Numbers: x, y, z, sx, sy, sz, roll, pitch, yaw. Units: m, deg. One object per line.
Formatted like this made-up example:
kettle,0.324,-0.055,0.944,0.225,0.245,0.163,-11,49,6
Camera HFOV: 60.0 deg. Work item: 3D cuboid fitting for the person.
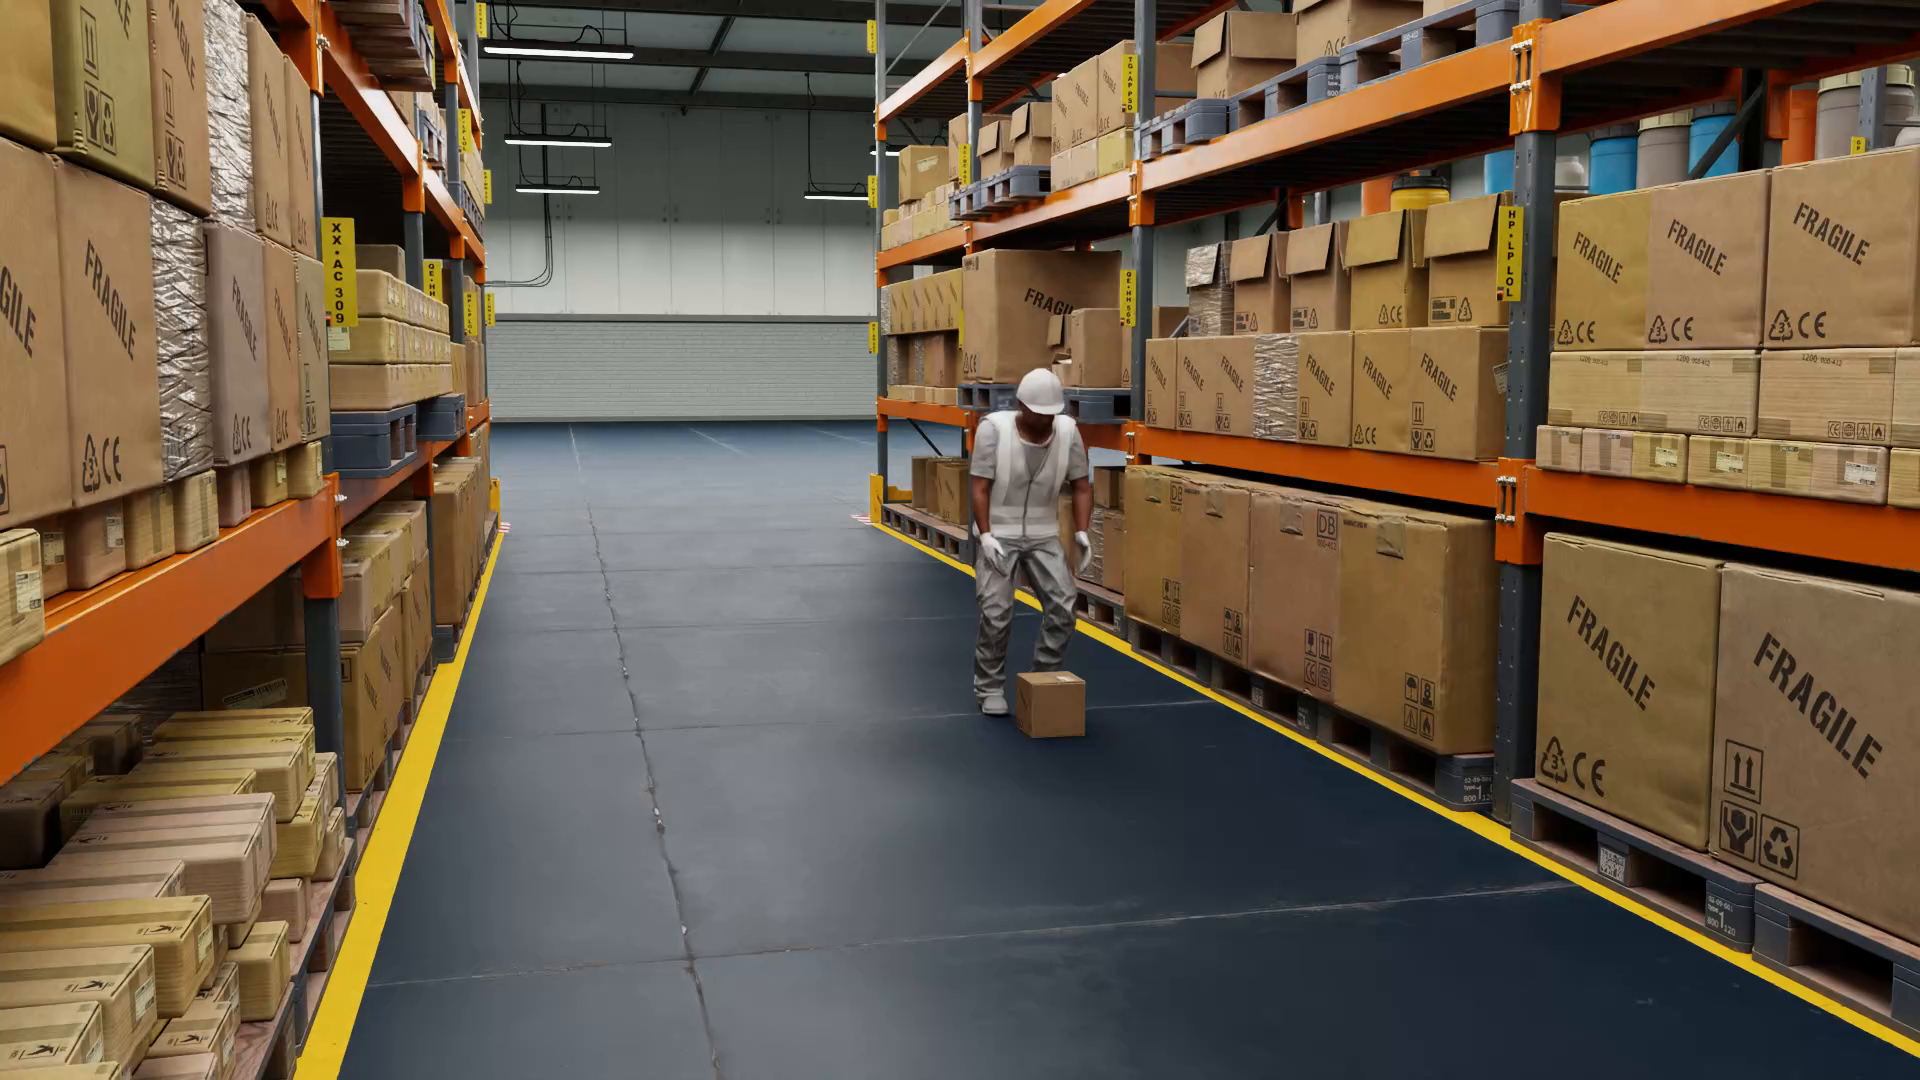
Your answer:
person,0.335,0.006,7.922,0.594,1.644,0.584,-1,6,-13
